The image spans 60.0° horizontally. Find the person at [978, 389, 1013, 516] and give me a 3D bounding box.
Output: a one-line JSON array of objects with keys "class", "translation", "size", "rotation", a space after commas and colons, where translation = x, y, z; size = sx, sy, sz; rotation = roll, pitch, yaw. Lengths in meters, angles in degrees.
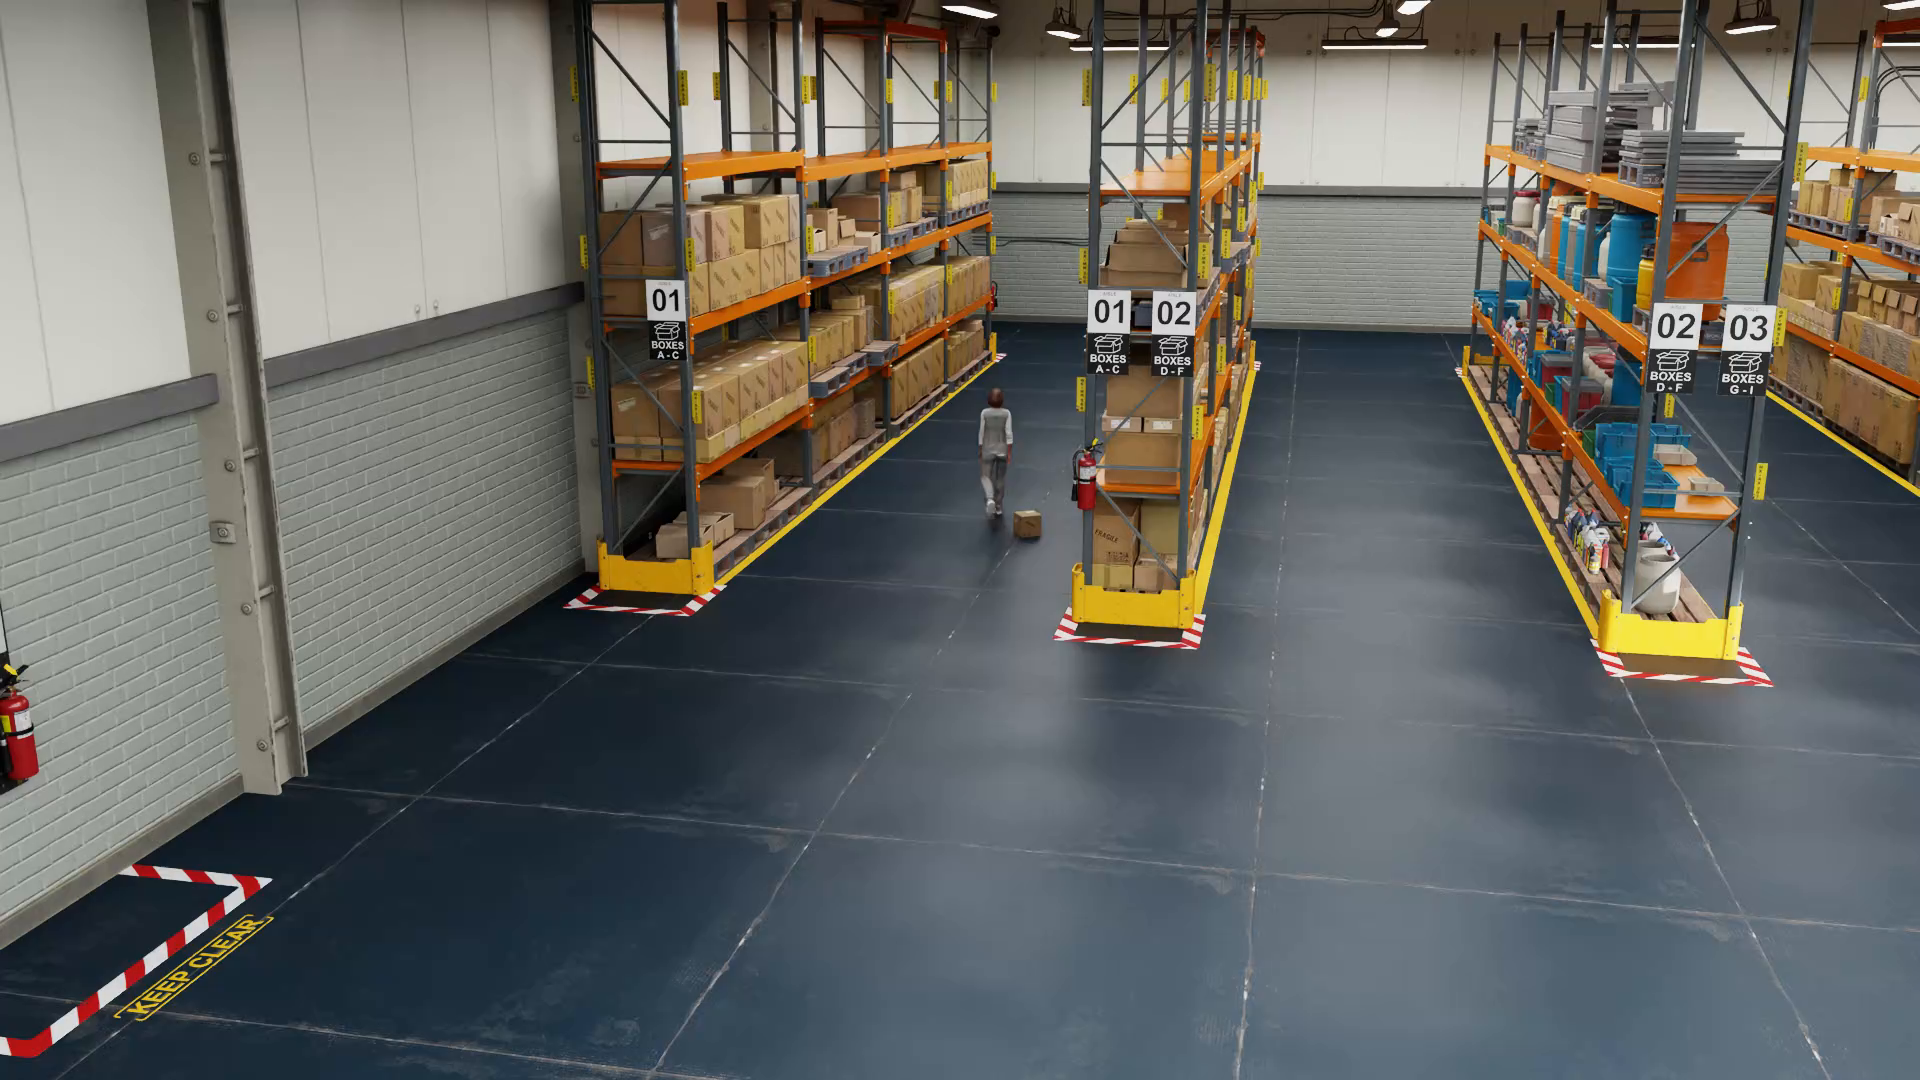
[{"class": "person", "translation": [0.426, -1.036, 19.876], "size": [0.406, 1.566, 0.745], "rotation": [-1, 15, -4]}]
